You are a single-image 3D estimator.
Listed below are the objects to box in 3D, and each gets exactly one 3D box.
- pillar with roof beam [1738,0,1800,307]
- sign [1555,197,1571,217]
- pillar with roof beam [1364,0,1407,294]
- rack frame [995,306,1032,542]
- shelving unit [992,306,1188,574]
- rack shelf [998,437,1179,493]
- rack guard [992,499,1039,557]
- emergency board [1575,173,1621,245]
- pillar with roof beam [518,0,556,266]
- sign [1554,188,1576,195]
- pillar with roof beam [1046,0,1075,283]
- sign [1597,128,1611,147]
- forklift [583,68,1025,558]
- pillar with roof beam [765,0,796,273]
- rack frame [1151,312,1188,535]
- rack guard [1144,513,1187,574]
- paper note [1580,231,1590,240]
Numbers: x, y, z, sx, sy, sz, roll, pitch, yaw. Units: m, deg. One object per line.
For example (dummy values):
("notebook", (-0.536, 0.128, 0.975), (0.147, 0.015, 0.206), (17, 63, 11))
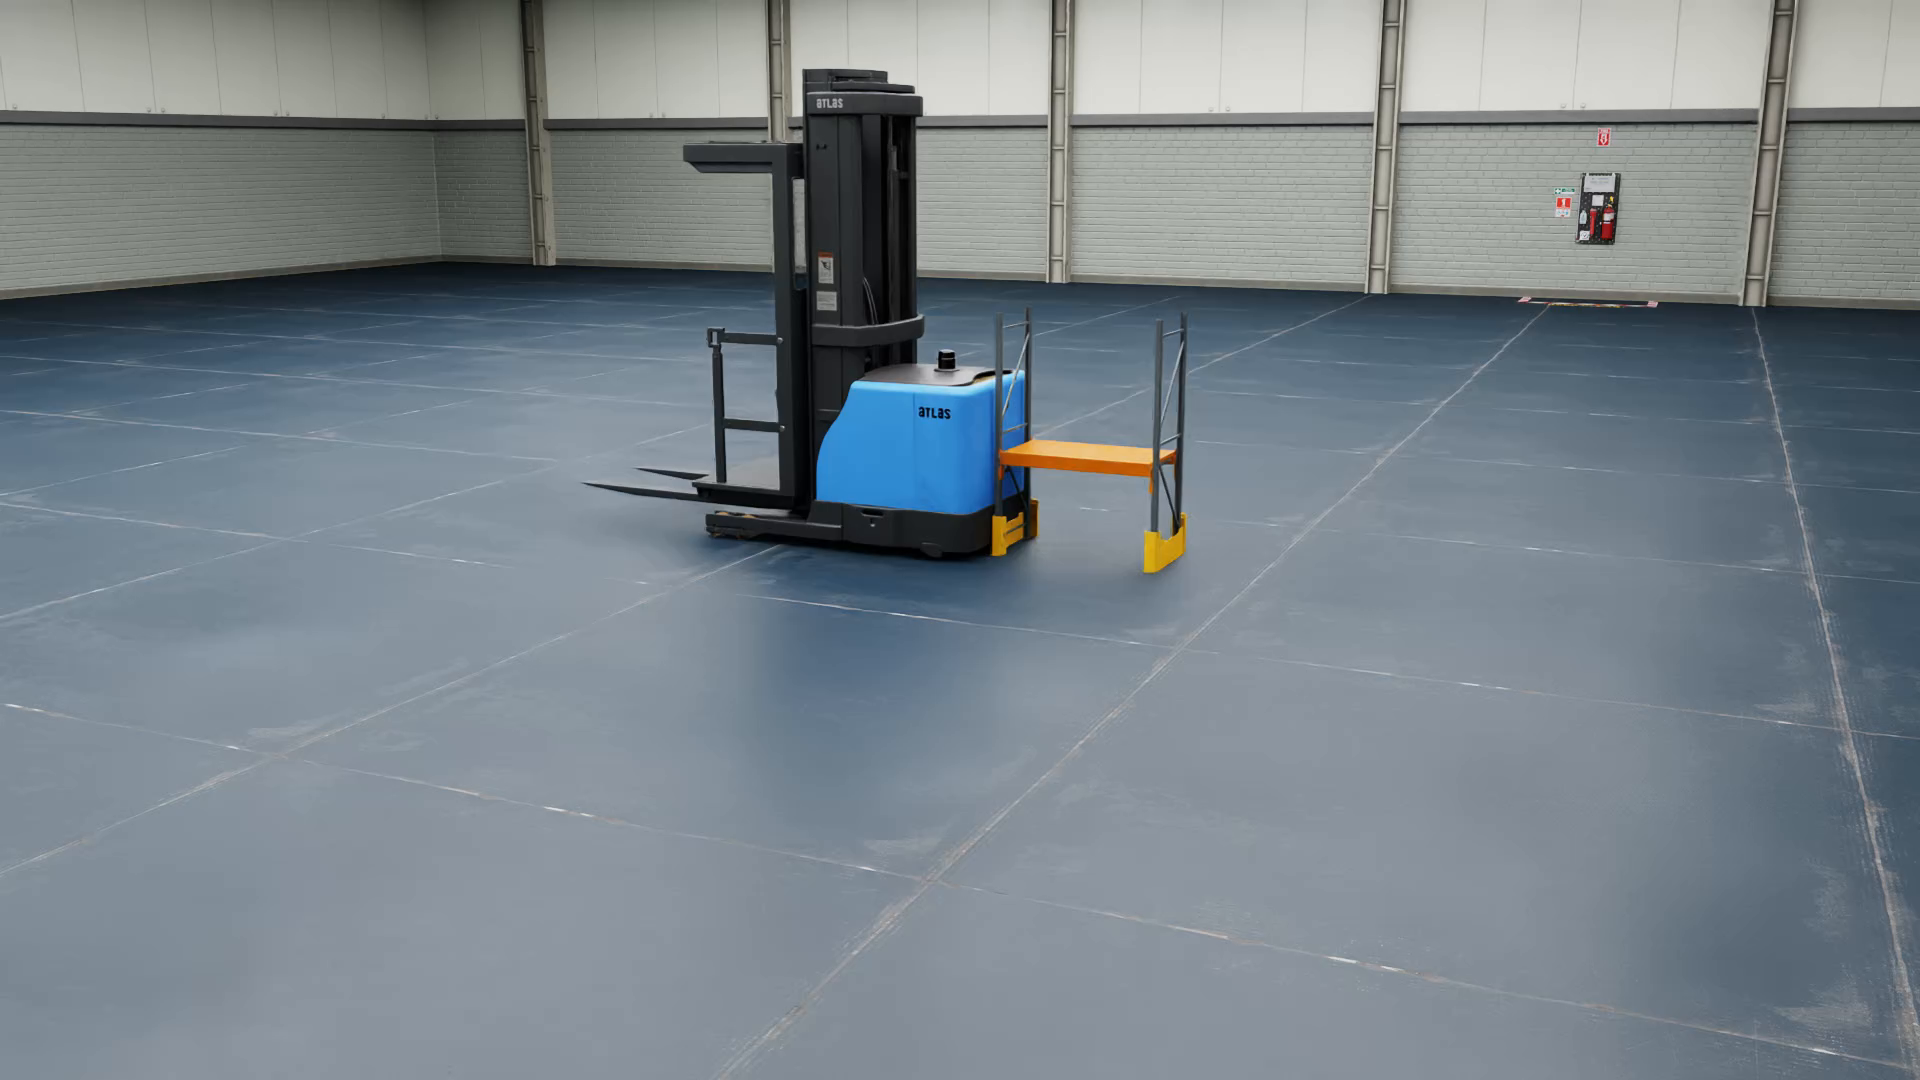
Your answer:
("pillar with roof beam", (11.105, -7.288, 22.114), (0.400, 9.000, 9.100), (6, 14, 23))
("sign", (10.140, -5.593, 27.946), (0.234, 0.329, 0.001), (6, 14, 23))
("pillar with roof beam", (5.619, -7.843, 24.480), (0.400, 9.000, 9.100), (6, 14, 23))
("rack frame", (0.336, -0.693, 10.424), (0.032, 1.500, 0.500), (6, 15, 25))
("shelving unit", (0.804, -0.642, 10.209), (1.083, 1.500, 0.587), (6, 15, 25))
("rack shelf", (0.796, -0.468, 10.253), (1.000, 0.185, 0.538), (6, 15, 25))
("rack guard", (0.354, -0.082, 10.559), (0.087, 0.250, 0.587), (6, 15, 25))
("emergency board", (10.604, -5.503, 27.640), (0.643, 1.169, 0.194), (6, 14, 23))
("pillar with roof beam", (-10.839, -9.508, 31.578), (0.400, 9.000, 9.100), (6, 14, 23))
("sign", (10.141, -5.849, 27.875), (0.331, 0.109, 0.001), (6, 14, 23))
("pillar with roof beam", (0.133, -8.398, 26.846), (0.400, 9.000, 9.100), (6, 14, 23))
("sign", (10.637, -6.653, 27.467), (0.199, 0.298, 0.001), (6, 14, 23))
("forklift", (-1.092, -1.525, 10.838), (3.031, 2.935, 1.130), (6, 15, 25))
("pillar with roof beam", (-5.353, -8.953, 29.212), (0.400, 9.000, 9.100), (6, 14, 23))
("rack frame", (1.255, -0.593, 10.001), (0.032, 1.500, 0.500), (6, 15, 25))
("rack guard", (1.254, 0.015, 10.144), (0.087, 0.250, 0.587), (6, 15, 25))
("paper note", (10.470, -5.105, 27.872), (0.142, 0.148, 0.016), (6, 14, 23))
